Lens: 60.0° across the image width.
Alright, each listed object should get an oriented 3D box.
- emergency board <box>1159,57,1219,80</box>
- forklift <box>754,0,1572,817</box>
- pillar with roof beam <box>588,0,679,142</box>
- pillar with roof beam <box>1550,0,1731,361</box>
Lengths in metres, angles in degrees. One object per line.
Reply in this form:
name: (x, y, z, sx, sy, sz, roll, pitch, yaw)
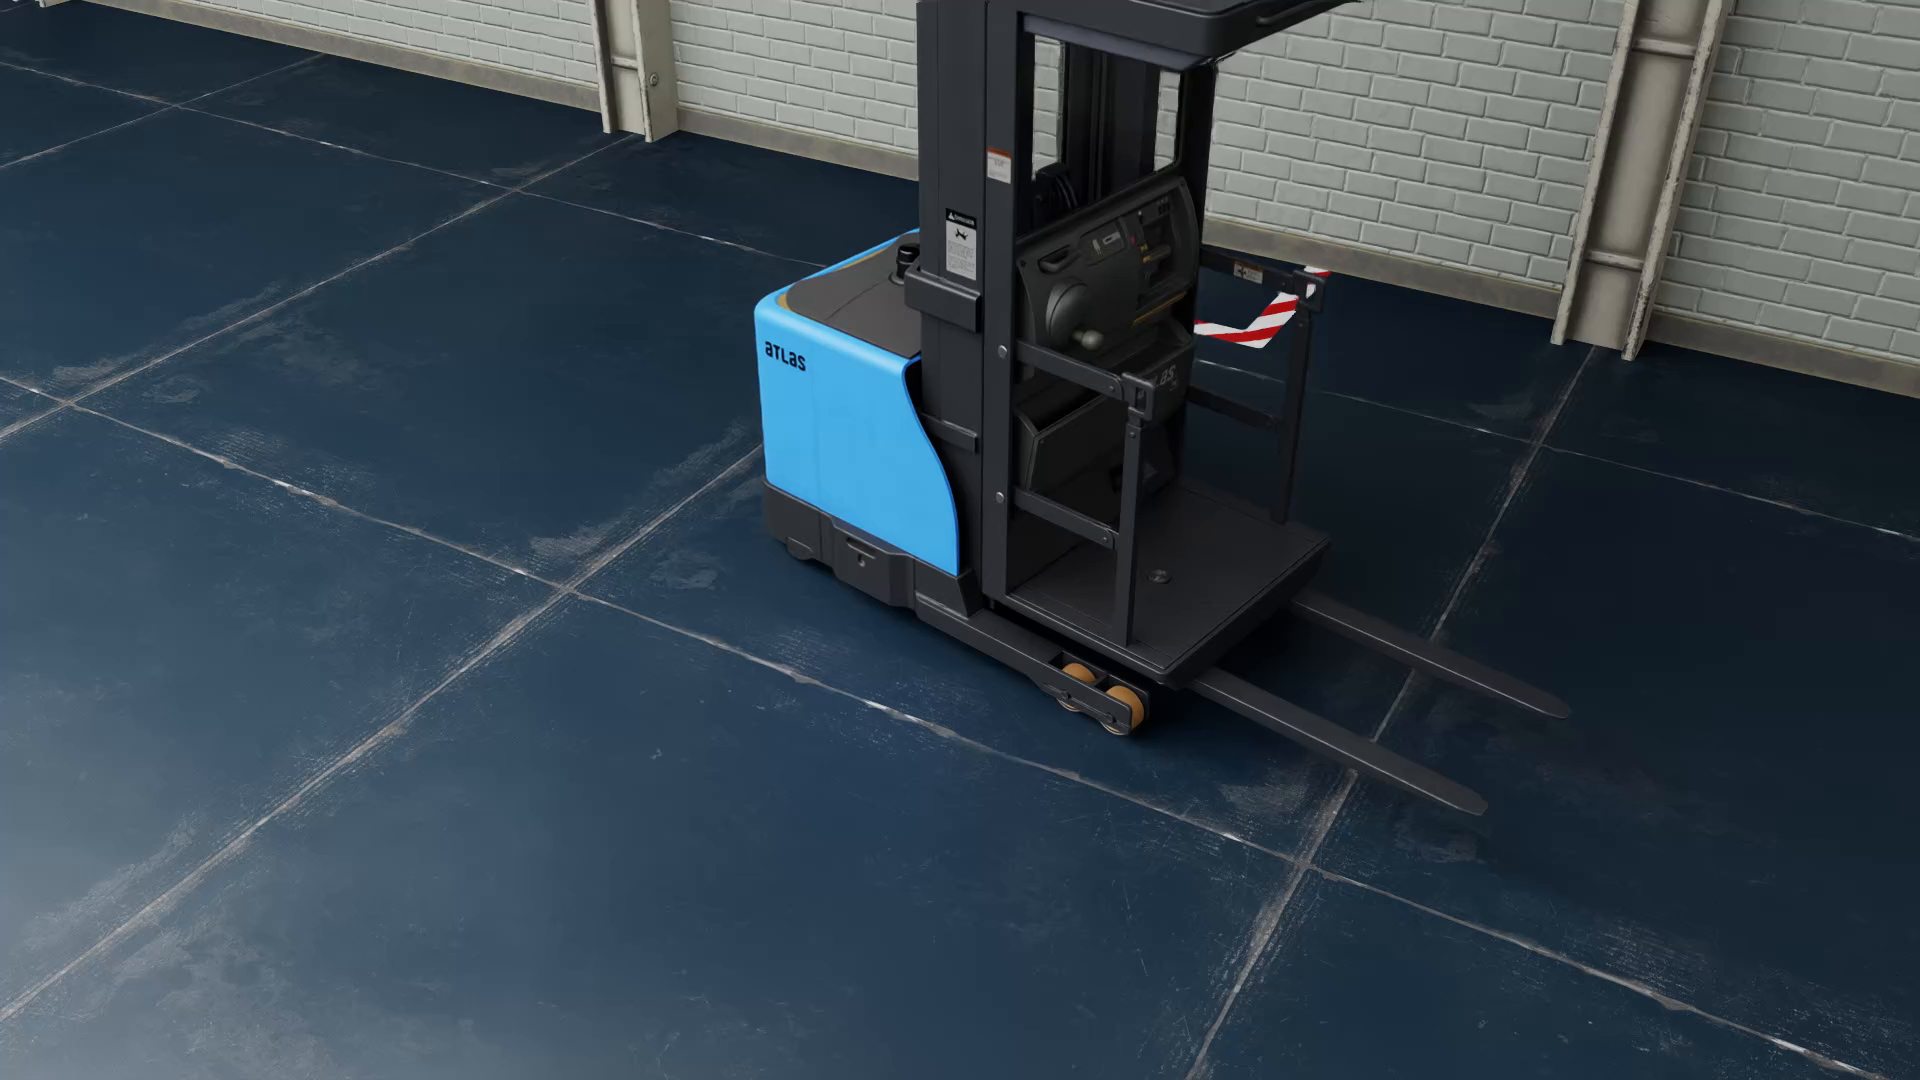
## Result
emergency board: (1.036, -2.941, 8.460, 0.643, 1.169, 0.194, 18, 37, 24)
forklift: (0.665, -0.879, 5.426, 3.031, 2.935, 1.130, 26, 41, 33)
pillar with roof beam: (-4.183, -4.318, 5.116, 0.400, 9.000, 9.100, 18, 37, 24)
pillar with roof beam: (1.027, -2.668, 2.638, 0.400, 9.000, 9.100, 18, 37, 24)
